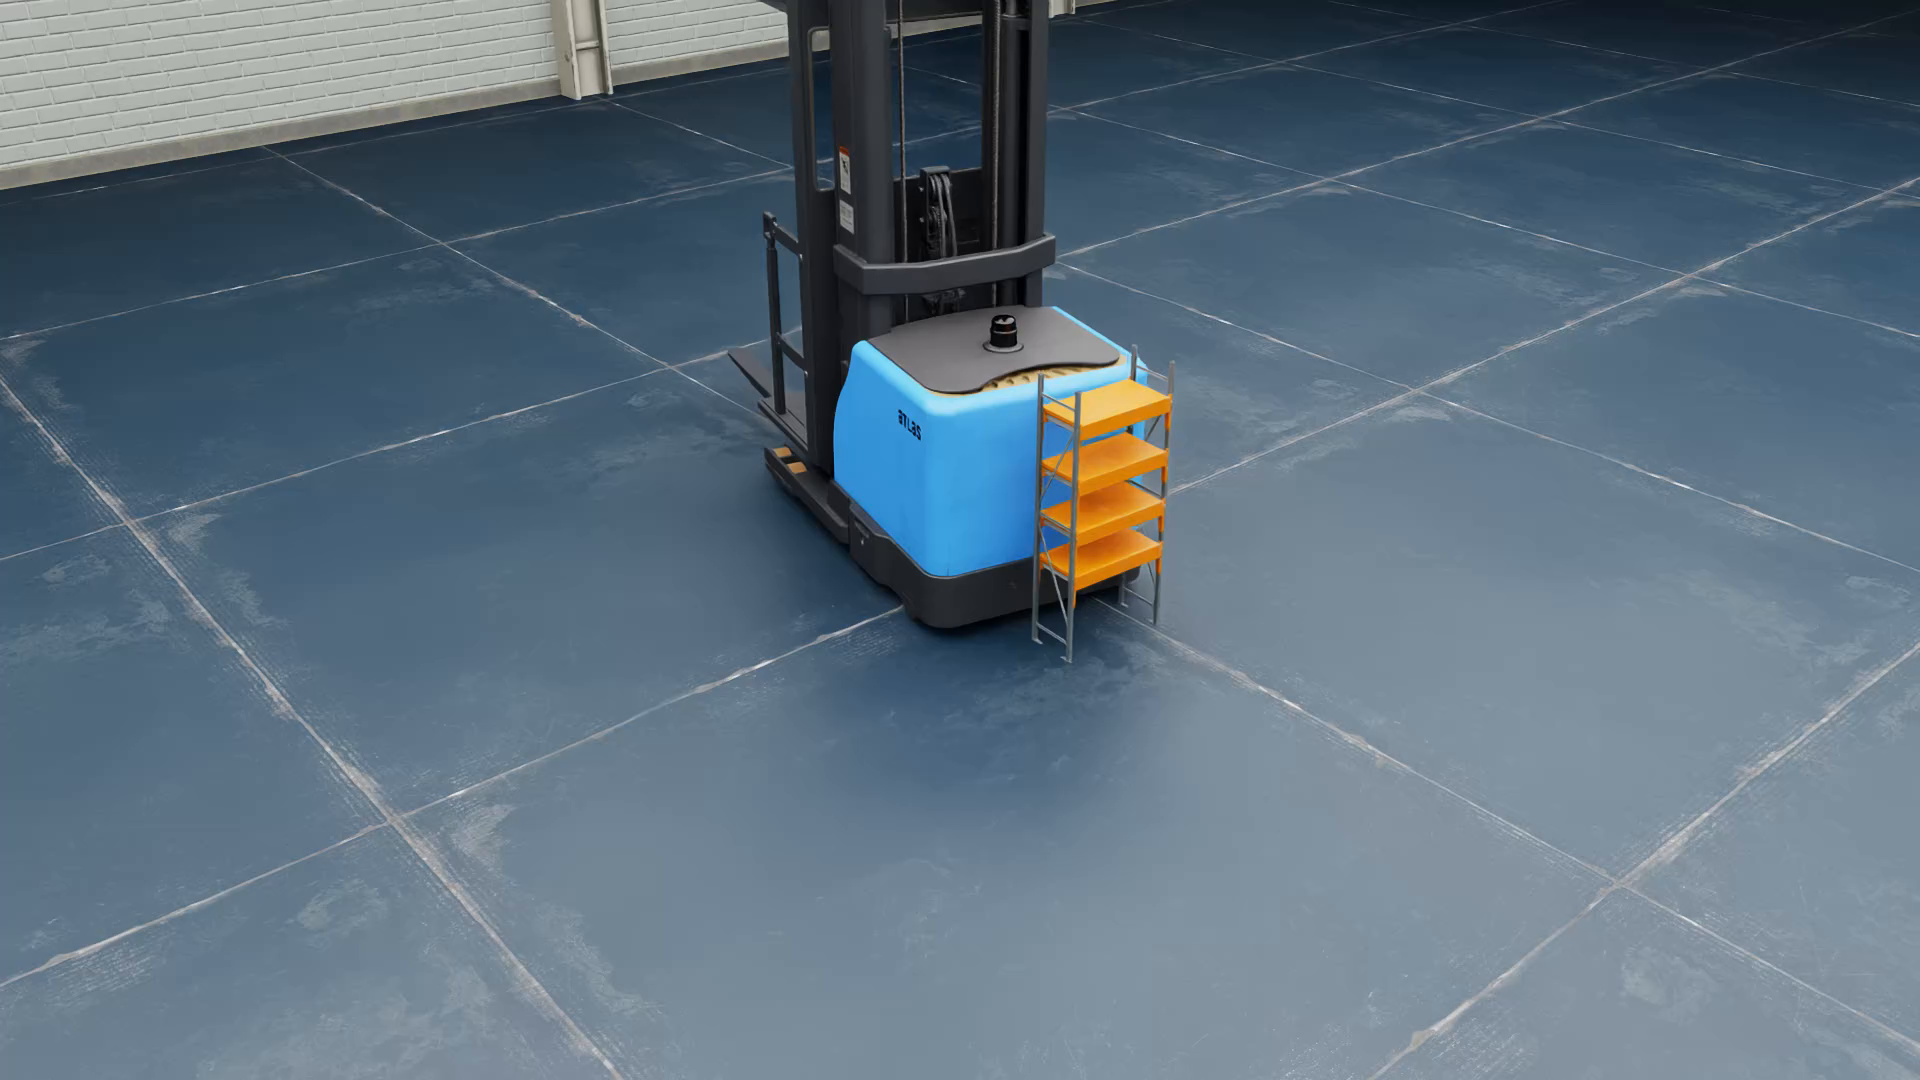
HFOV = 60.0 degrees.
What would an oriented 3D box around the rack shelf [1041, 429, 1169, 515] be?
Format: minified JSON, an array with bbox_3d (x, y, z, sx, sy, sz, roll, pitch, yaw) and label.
[{"bbox_3d":[0.573,-0.278,6.665,0.480,0.148,0.258,-20,34,-32],"label":"rack shelf"}]

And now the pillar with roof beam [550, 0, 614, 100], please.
[{"bbox_3d":[-0.700,-6.605,10.562,0.400,9.000,9.100,-22,35,-35],"label":"pillar with roof beam"}]

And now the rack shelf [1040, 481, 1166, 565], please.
[{"bbox_3d":[0.573,-0.080,6.770,0.480,0.148,0.258,-20,34,-32],"label":"rack shelf"}]

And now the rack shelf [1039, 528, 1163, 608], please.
[{"bbox_3d":[0.573,0.095,6.864,0.480,0.148,0.258,-20,34,-32],"label":"rack shelf"}]

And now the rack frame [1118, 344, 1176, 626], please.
[{"bbox_3d":[0.767,-0.209,6.869,0.015,1.200,0.240,-20,34,-32],"label":"rack frame"}]

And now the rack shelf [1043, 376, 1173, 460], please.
[{"bbox_3d":[0.573,-0.486,6.553,0.480,0.148,0.258,-20,34,-32],"label":"rack shelf"}]

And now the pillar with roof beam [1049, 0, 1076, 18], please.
[{"bbox_3d":[3.865,-8.440,13.996,0.400,9.000,9.100,-22,35,-35],"label":"pillar with roof beam"}]

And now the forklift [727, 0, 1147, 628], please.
[{"bbox_3d":[-0.319,-1.593,7.621,1.130,2.935,3.031,-13,31,-23],"label":"forklift"}]

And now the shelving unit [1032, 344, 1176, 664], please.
[{"bbox_3d":[0.573,-0.140,6.738,0.503,1.200,0.258,-20,34,-32],"label":"shelving unit"}]

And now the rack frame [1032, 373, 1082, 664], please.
[{"bbox_3d":[0.379,-0.070,6.608,0.015,1.200,0.240,-20,34,-32],"label":"rack frame"}]
